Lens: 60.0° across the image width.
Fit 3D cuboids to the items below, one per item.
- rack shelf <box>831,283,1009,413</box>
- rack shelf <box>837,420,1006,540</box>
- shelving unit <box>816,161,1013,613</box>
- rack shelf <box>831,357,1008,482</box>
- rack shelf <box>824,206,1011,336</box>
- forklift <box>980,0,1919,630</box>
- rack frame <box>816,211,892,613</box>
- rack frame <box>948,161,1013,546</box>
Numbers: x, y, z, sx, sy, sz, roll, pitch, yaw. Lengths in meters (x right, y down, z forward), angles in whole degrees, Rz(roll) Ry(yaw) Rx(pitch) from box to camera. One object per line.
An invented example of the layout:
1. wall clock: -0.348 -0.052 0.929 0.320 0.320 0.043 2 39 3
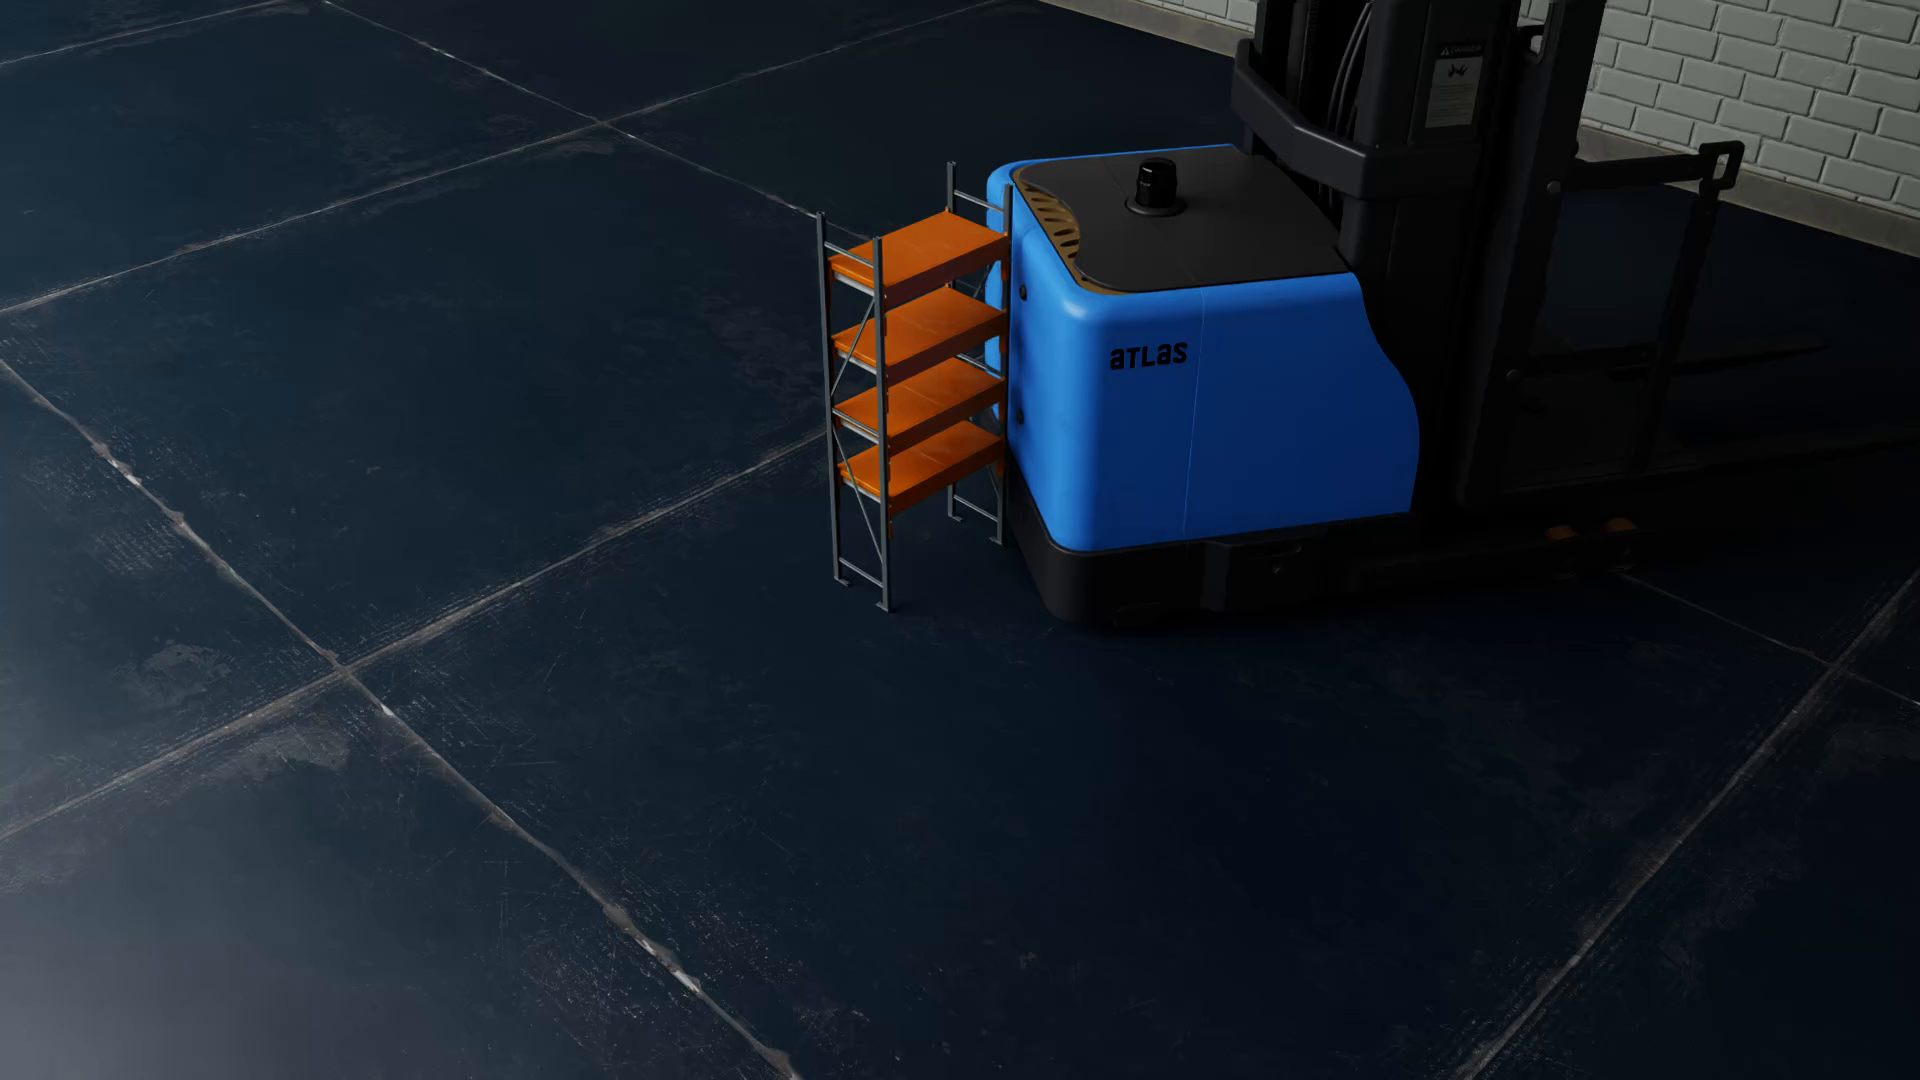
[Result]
1. rack shelf: -0.119 -0.554 4.720 0.258 0.148 0.480 30 45 35
2. rack shelf: -0.120 -0.208 4.962 0.258 0.148 0.480 30 45 35
3. shelving unit: -0.119 -0.425 4.810 0.258 1.200 0.503 30 45 35
4. rack shelf: -0.119 -0.370 4.848 0.258 0.148 0.480 30 45 35
5. rack shelf: -0.118 -0.747 4.584 0.258 0.148 0.480 30 45 35
6. forklift: 1.638 -1.370 4.652 3.031 2.935 1.130 -7 36 -10
7. rack frame: -0.291 -0.327 4.668 0.240 1.200 0.015 30 45 35
8. rack frame: 0.053 -0.524 4.951 0.240 1.200 0.015 30 45 35
